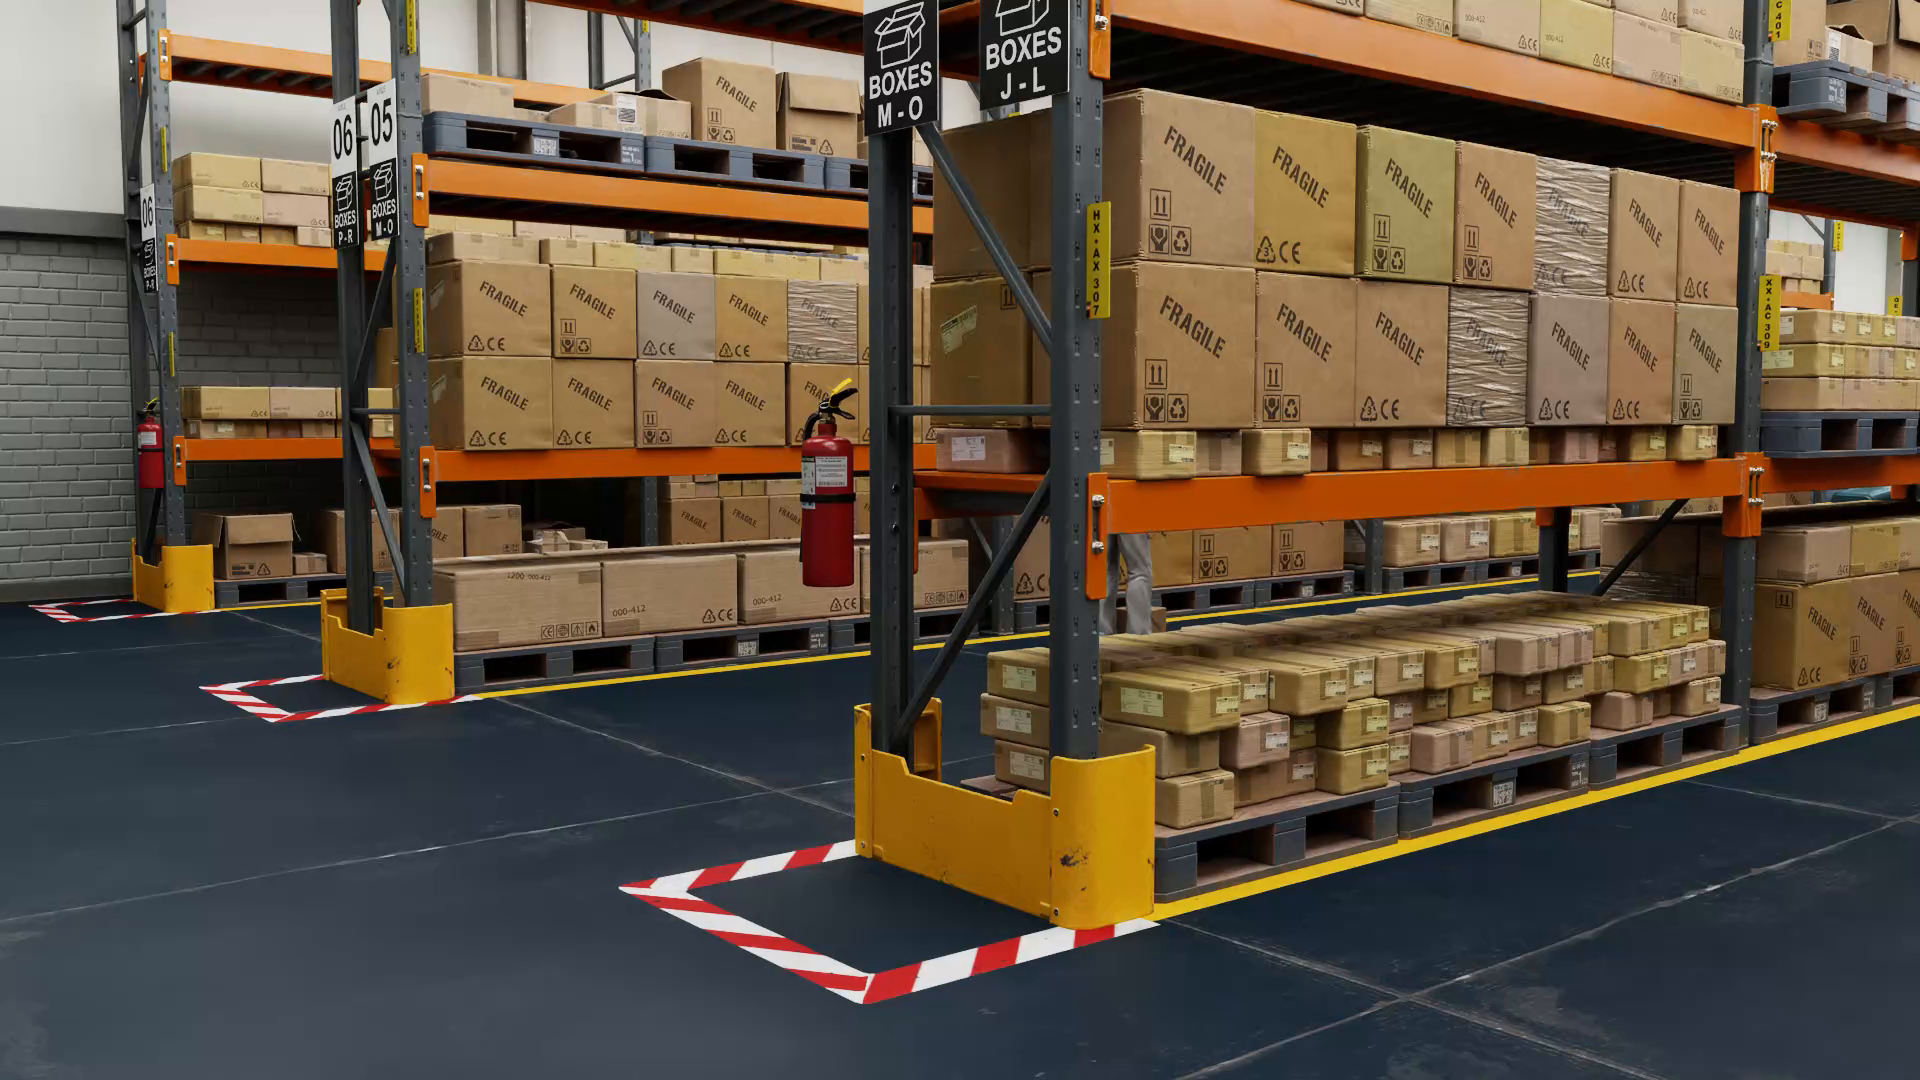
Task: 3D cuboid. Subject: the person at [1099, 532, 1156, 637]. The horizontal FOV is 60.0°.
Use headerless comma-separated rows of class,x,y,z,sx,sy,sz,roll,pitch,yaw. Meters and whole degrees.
person,1.014,-0.129,10.435,0.516,1.667,0.357,3,5,34
